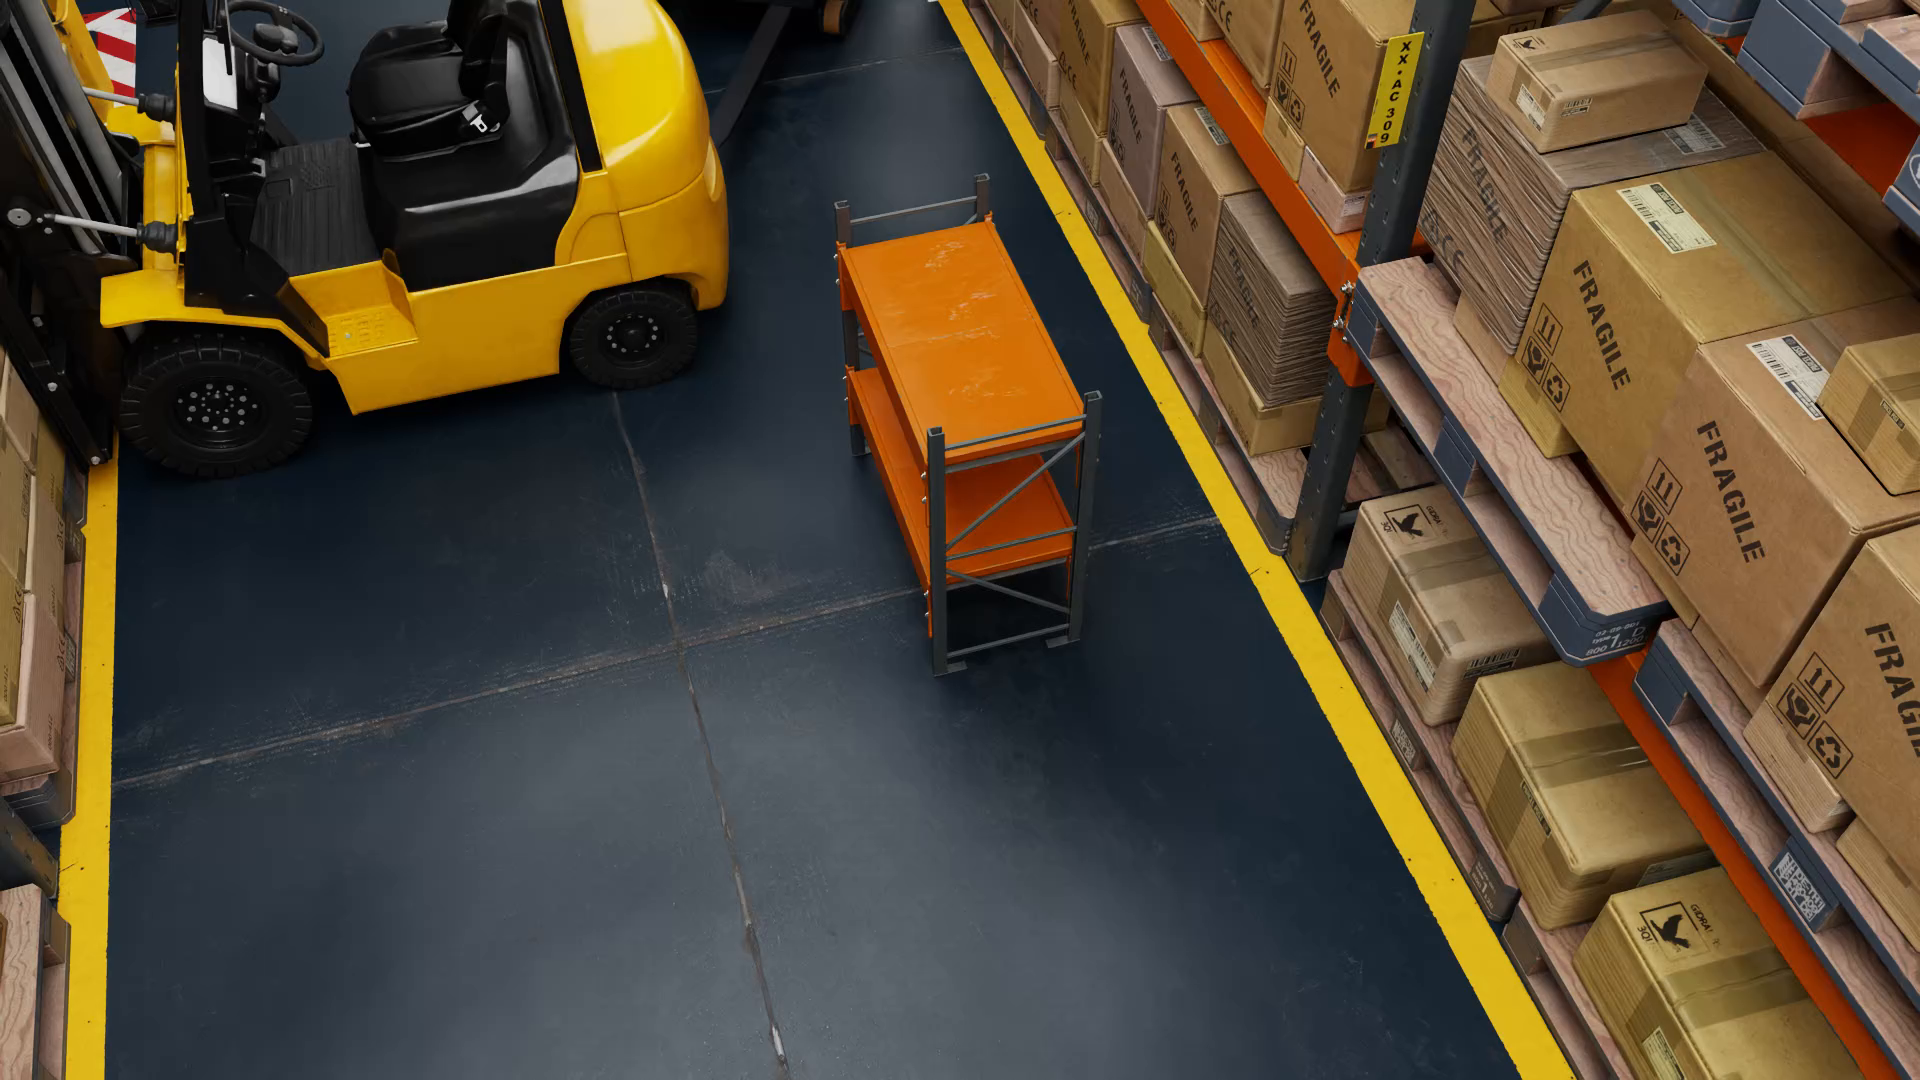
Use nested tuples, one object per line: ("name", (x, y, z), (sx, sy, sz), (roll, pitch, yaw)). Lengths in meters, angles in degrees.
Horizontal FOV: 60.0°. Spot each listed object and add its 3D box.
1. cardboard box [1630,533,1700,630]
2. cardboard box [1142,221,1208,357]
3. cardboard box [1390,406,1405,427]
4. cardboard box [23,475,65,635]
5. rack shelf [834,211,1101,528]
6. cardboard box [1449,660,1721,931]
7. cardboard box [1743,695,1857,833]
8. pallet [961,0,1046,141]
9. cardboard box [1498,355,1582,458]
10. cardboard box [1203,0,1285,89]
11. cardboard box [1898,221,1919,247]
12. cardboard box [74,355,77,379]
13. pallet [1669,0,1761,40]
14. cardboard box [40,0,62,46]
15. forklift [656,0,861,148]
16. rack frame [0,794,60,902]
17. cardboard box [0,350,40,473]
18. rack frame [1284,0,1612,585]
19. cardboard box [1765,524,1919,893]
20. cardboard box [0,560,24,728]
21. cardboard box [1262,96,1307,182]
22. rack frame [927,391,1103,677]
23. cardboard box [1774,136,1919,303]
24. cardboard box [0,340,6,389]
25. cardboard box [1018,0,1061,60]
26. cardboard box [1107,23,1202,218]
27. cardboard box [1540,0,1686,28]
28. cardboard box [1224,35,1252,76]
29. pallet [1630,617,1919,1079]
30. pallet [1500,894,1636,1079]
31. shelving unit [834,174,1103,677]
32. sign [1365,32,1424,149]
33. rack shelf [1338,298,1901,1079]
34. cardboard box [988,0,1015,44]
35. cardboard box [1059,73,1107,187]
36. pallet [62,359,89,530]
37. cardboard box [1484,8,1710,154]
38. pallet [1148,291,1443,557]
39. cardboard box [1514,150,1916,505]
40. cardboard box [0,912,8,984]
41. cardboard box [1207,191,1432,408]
("cardboard box", (1.727, 0.020, 3.661), (0.380, 0.149, 0.250), (-13, 51, -10))
("cardboard box", (1.008, -0.979, 6.137), (0.500, 0.250, 0.500), (-15, 51, -12))
("cardboard box", (1.690, -0.713, 5.913), (0.500, 0.250, 0.500), (-15, 52, -13))
("cardboard box", (-3.126, 0.108, 5.221), (0.500, 0.250, 0.500), (-14, 51, -12))
("rack shelf", (0.002, -0.546, 5.092), (0.538, 0.278, 1.000), (-13, 51, -11))
("cardboard box", (1.980, 0.646, 4.687), (0.950, 0.372, 0.625), (-10, 51, -9))
("cardboard box", (1.827, 0.407, 3.335), (0.380, 0.149, 0.250), (-12, 51, -10))
("pallet", (0.653, -2.338, 7.583), (1.003, 0.211, 1.213), (-13, 51, -11))
("cardboard box", (1.534, -0.367, 3.987), (0.380, 0.149, 0.250), (-12, 51, -10))
("cardboard box", (1.079, -1.743, 4.998), (0.500, 0.500, 0.500), (-12, 51, -10))
("cardboard box", (2.175, -0.658, 3.384), (0.380, 0.149, 0.250), (-15, 51, -12))
("cardboard box", (-3.424, -0.639, 5.851), (0.500, 0.250, 0.500), (-12, 51, -10))
("pallet", (1.687, -1.404, 3.132), (1.213, 0.211, 1.003), (-13, 51, -11))
("cardboard box", (-3.874, -1.894, 6.582), (0.500, 0.250, 0.500), (-14, 51, -11))
("forklift", (-1.002, -3.598, 6.866), (1.130, 2.935, 3.031), (9, 50, 8))
("rack frame", (-3.134, 0.153, 3.659), (1.000, 3.000, 0.127), (-13, 51, -11))
("cardboard box", (-3.271, -0.418, 5.337), (0.500, 0.250, 0.500), (-14, 51, -11))
("rack frame", (1.607, -0.972, 4.608), (1.000, 3.000, 0.127), (-13, 51, -11))
("cardboard box", (1.915, 0.274, 3.022), (0.500, 0.500, 0.500), (-15, 52, -12))
("cardboard box", (-2.982, 0.319, 4.716), (0.500, 0.250, 0.500), (-14, 51, -11))
("cardboard box", (1.140, -1.238, 4.996), (0.380, 0.149, 0.250), (-12, 51, -10))
("rack frame", (0.152, 0.014, 5.003), (0.500, 1.125, 0.032), (-13, 51, -11))
("cardboard box", (2.110, -0.588, 3.749), (0.500, 0.500, 0.500), (-13, 51, -11))
("cardboard box", (-3.277, -0.579, 5.146), (0.500, 0.250, 0.500), (-12, 51, -10))
("cardboard box", (0.564, -2.335, 6.790), (0.500, 0.500, 0.500), (-15, 52, -12))
("cardboard box", (0.871, -1.578, 6.152), (0.500, 0.500, 0.500), (-11, 51, -9))
("cardboard box", (1.743, -1.485, 4.780), (0.500, 0.500, 0.500), (-13, 51, -11))
("cardboard box", (1.077, -1.631, 5.327), (0.380, 0.149, 0.250), (-14, 51, -11))
("pallet", (2.165, 0.575, 3.429), (1.003, 0.211, 1.213), (-13, 51, -11))
("pallet", (2.203, 1.387, 4.442), (1.003, 0.211, 1.213), (-13, 51, -11))
("shelving unit", (0.002, -0.358, 5.316), (0.538, 1.125, 1.048), (-13, 51, -11))
("sign", (1.090, -1.123, 4.169), (0.100, 0.325, 0.005), (-13, 51, -11))
("rack shelf", (2.198, 0.720, 3.651), (1.077, 0.370, 4.000), (-13, 51, -11))
("cardboard box", (0.398, -2.491, 7.412), (0.500, 0.250, 0.500), (-14, 51, -11))
("cardboard box", (0.715, -1.721, 6.763), (0.500, 0.250, 0.500), (-10, 51, -9))
("pallet", (-3.694, -0.431, 5.976), (1.003, 0.211, 1.213), (-13, 51, -11))
("cardboard box", (1.408, -1.021, 3.690), (0.380, 0.149, 0.250), (-14, 51, -11))
("pallet", (1.374, -0.556, 6.081), (1.003, 0.211, 1.213), (-13, 51, -11))
("cardboard box", (1.620, -0.463, 3.644), (0.500, 0.500, 0.500), (-13, 51, -11))
("cardboard box", (-2.969, 1.161, 4.088), (0.875, 0.625, 0.625), (-11, 51, -9))
("cardboard box", (1.175, -0.834, 5.525), (0.500, 0.500, 0.500), (-14, 51, -11))
